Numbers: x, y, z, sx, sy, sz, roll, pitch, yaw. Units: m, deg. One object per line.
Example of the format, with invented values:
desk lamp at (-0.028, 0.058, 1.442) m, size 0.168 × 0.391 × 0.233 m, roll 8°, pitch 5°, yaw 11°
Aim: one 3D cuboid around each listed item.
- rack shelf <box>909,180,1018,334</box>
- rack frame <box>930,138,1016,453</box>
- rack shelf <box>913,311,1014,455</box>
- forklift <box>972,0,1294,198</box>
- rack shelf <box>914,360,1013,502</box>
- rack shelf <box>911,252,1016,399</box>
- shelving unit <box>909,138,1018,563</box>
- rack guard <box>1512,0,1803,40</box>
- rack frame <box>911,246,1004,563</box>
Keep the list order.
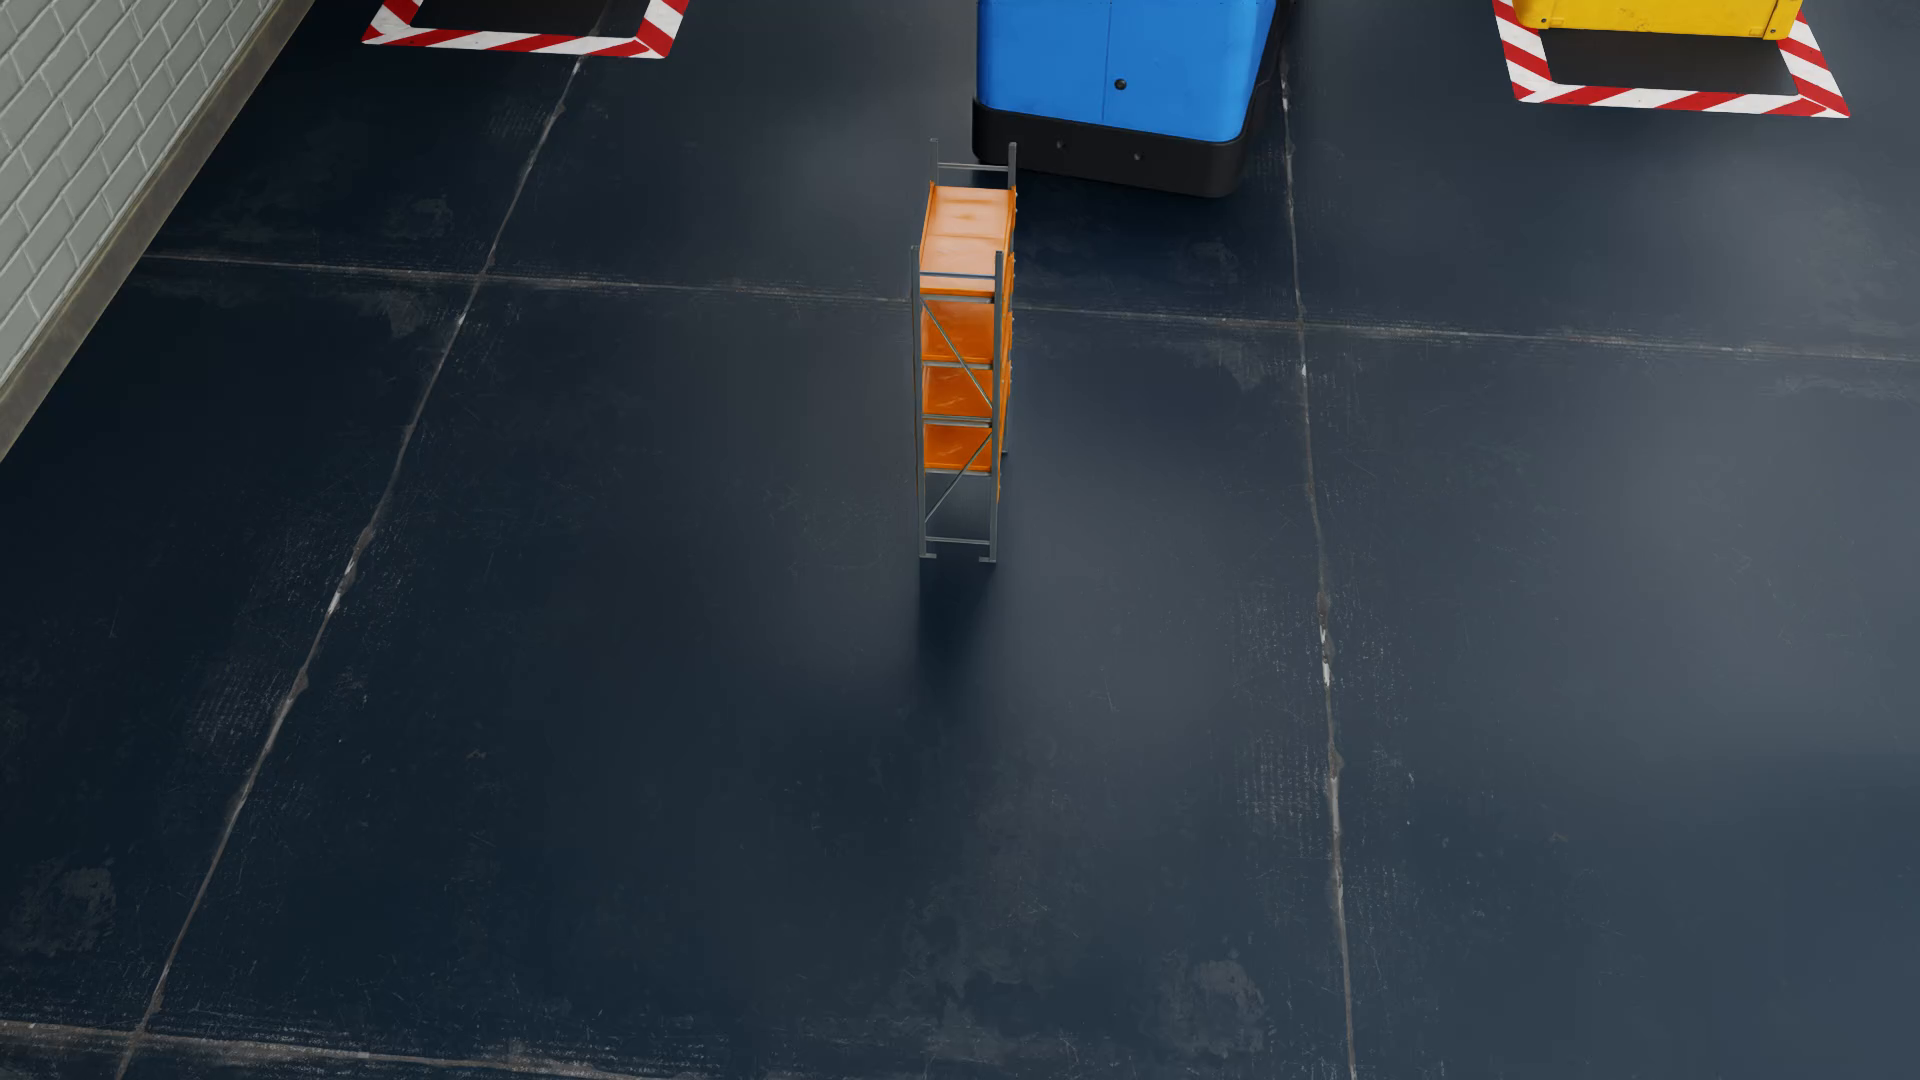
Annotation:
rack shelf at (0.015, -0.792, 4.629) m, size 0.258 × 0.148 × 0.480 m, roll 4°, pitch 48°, yaw 4°
rack frame at (0.037, -0.706, 5.082) m, size 0.240 × 1.200 × 0.015 m, roll 4°, pitch 48°, yaw 4°
rack shelf at (0.015, -0.481, 4.968) m, size 0.258 × 0.148 × 0.480 m, roll 4°, pitch 48°, yaw 4°
forklift at (0.927, -3.407, 6.380) m, size 1.130 × 2.935 × 3.031 m, roll 11°, pitch 49°, yaw 10°
rack shelf at (0.015, -0.347, 5.115) m, size 0.258 × 0.148 × 0.480 m, roll 4°, pitch 48°, yaw 4°
rack shelf at (0.015, -0.632, 4.803) m, size 0.258 × 0.148 × 0.480 m, roll 4°, pitch 48°, yaw 4°
shelving unit at (0.015, -0.527, 4.919) m, size 0.258 × 1.200 × 0.503 m, roll 4°, pitch 48°, yaw 4°
rack guard at (3.056, -2.508, 7.205) m, size 1.175 × 0.500 × 0.348 m, roll 4°, pitch 48°, yaw 4°
rack frame at (-0.007, -0.347, 4.755) m, size 0.240 × 1.200 × 0.015 m, roll 4°, pitch 48°, yaw 4°
